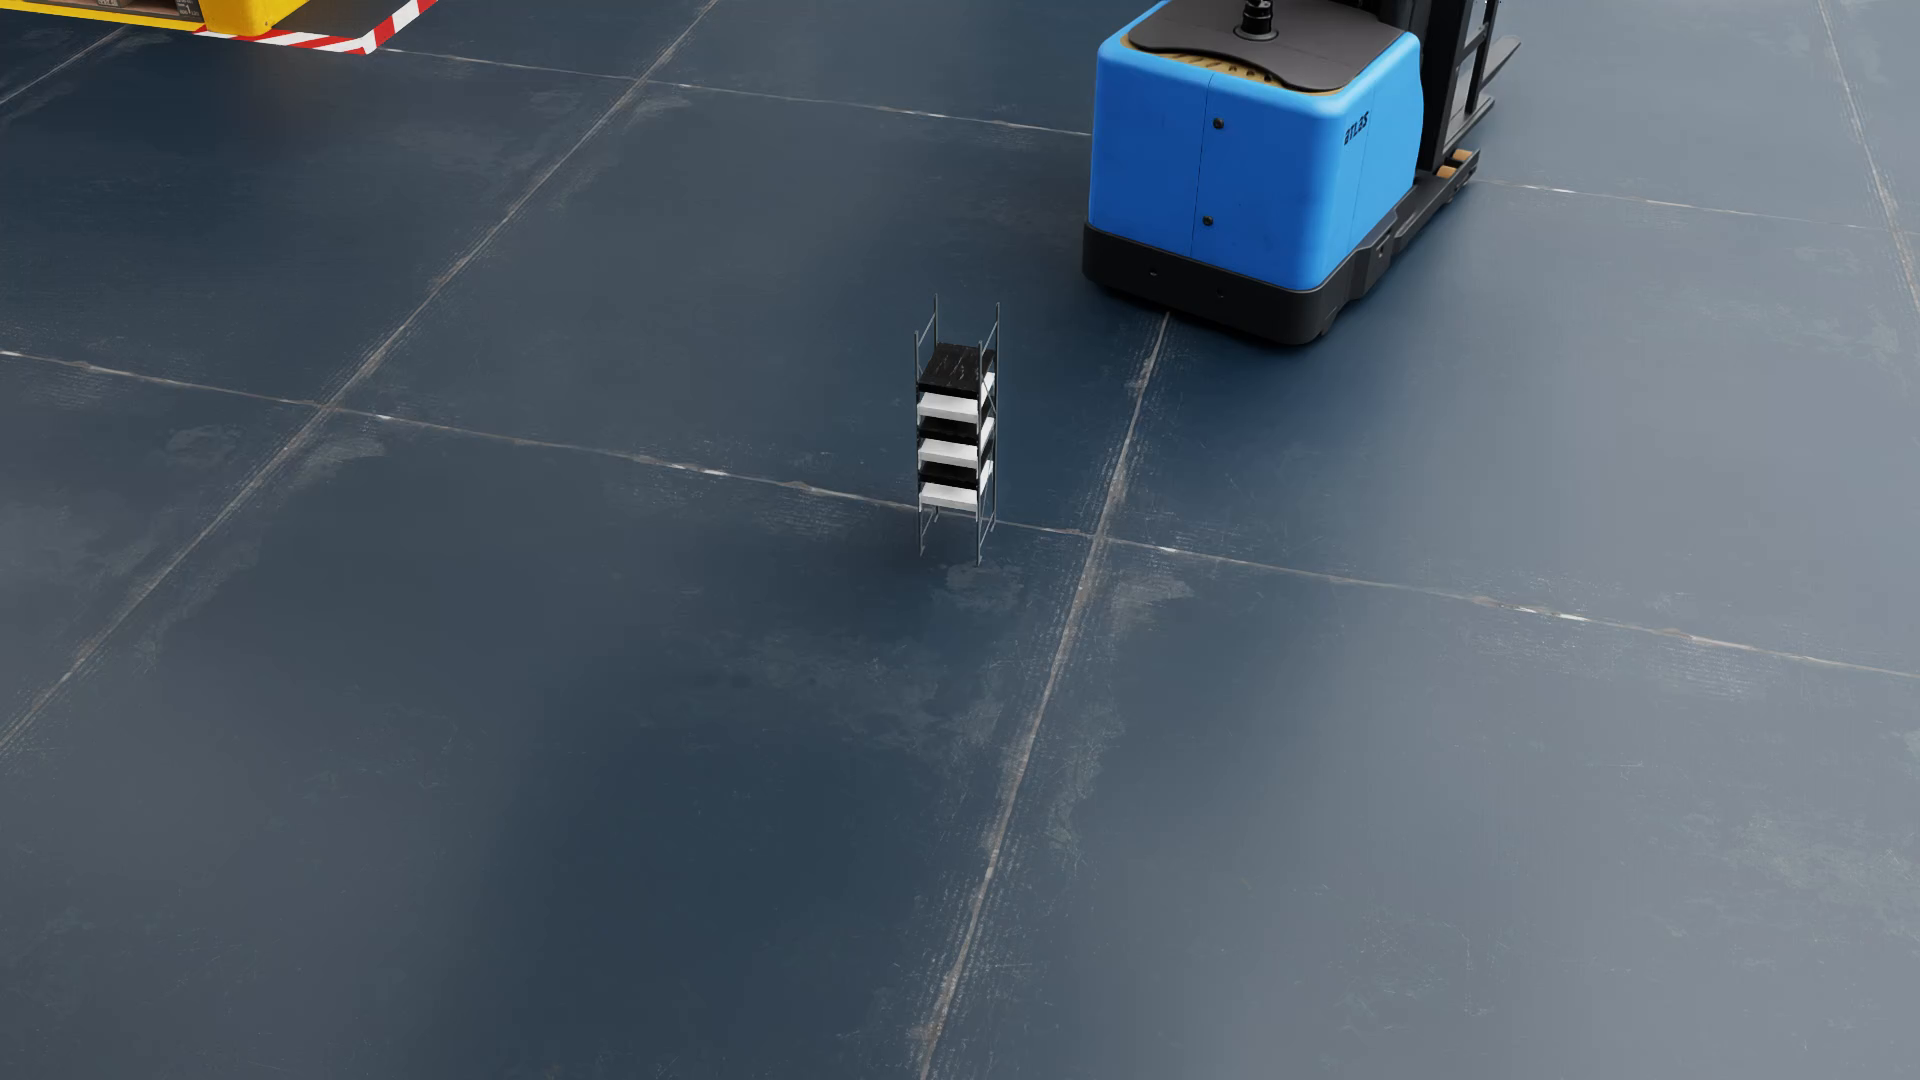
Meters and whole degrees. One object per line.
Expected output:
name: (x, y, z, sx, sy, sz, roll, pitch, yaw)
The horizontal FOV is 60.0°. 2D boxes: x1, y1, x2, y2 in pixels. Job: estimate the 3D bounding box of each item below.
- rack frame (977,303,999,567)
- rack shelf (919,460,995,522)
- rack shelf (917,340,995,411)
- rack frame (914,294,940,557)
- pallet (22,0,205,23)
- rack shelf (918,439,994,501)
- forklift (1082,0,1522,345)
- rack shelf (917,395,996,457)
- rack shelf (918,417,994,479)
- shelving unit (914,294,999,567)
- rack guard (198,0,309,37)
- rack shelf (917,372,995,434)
rack frame: (0.090, -0.329, 5.442, 0.006, 0.900, 0.240, 10, 41, 11)
rack shelf: (-0.008, -0.183, 5.599, 0.200, 0.077, 0.258, 10, 41, 11)
rack shelf: (-0.008, -0.527, 5.310, 0.200, 0.077, 0.258, 10, 41, 11)
rack frame: (-0.106, -0.363, 5.482, 0.006, 0.900, 0.240, 10, 41, 11)
pallet: (-4.589, -3.321, 9.541, 1.213, 0.211, 1.003, 10, 41, 11)
rack shelf: (-0.008, -0.252, 5.542, 0.200, 0.077, 0.258, 10, 41, 11)
forklift: (1.740, -2.809, 6.816, 1.130, 2.935, 3.031, 23, 45, 25)
rack shelf: (-0.008, -0.389, 5.426, 0.200, 0.077, 0.258, 10, 41, 11)
rack shelf: (-0.008, -0.320, 5.484, 0.200, 0.077, 0.258, 10, 41, 11)
shelving unit: (-0.008, -0.346, 5.462, 0.210, 0.900, 0.258, 10, 41, 11)
rack guard: (-3.806, -3.294, 9.283, 0.348, 0.500, 1.175, 10, 41, 11)
rack shelf: (-0.008, -0.458, 5.368, 0.200, 0.077, 0.258, 10, 41, 11)
